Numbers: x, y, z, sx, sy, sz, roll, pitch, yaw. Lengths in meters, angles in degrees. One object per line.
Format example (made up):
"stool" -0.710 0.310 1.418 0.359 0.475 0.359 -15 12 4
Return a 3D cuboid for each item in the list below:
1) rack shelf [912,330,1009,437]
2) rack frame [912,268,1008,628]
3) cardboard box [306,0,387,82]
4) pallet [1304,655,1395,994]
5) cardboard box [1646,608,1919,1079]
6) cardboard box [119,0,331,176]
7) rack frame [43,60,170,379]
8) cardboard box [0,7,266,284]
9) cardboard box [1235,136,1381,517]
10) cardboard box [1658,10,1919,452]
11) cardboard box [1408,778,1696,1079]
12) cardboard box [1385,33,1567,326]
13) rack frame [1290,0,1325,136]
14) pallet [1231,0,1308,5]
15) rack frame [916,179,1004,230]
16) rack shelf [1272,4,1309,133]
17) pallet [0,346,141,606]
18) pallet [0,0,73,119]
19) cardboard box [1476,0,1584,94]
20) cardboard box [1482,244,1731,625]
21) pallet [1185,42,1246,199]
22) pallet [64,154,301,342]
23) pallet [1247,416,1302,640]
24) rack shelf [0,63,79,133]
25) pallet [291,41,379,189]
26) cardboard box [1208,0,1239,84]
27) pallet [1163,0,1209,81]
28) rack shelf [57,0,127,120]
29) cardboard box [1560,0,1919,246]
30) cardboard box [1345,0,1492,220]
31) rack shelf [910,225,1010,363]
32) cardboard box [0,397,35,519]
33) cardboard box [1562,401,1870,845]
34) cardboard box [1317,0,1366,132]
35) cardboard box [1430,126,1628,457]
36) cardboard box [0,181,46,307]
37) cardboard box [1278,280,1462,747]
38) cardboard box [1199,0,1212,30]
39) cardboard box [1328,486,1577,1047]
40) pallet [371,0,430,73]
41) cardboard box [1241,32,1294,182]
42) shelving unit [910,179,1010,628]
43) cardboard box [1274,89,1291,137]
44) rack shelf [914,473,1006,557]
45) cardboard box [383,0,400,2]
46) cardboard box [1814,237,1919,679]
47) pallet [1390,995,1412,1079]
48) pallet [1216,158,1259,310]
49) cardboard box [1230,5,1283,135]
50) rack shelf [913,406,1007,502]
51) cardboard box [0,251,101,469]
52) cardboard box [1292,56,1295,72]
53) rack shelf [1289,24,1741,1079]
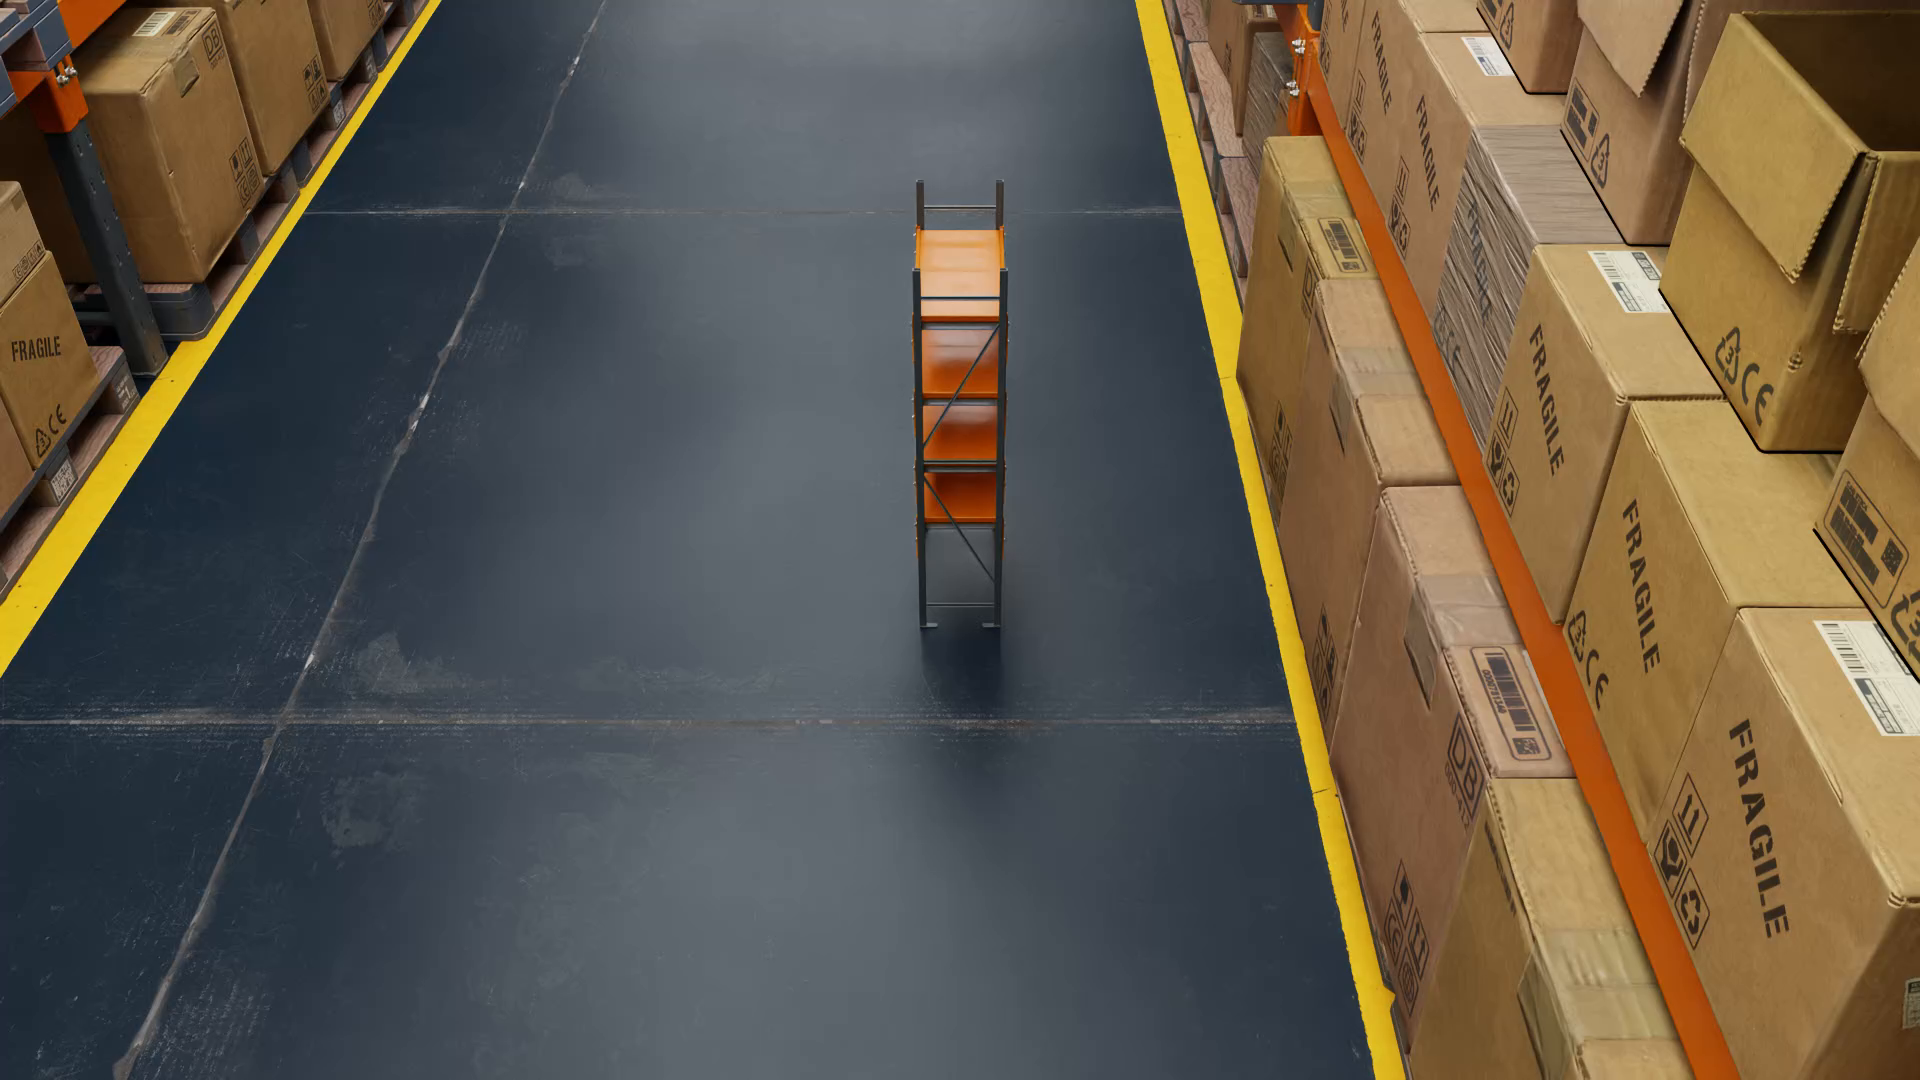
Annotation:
"rack shelf" 0.000 -0.487 4.648 0.258 0.148 0.480 0 39 0
"rack frame" 0.000 -0.212 4.555 0.240 1.200 0.015 0 39 0
"cardboard box" -3.301 -2.586 7.541 1.050 0.750 0.750 0 39 0
"pallet" 1.500 0.612 4.317 1.003 0.211 1.213 0 39 0
"cardboard box" 1.307 0.440 2.222 0.500 0.500 0.500 0 39 0
"cardboard box" -3.299 -2.003 6.814 1.050 0.750 0.750 1 39 1
"rack frame" -3.384 -1.790 5.085 1.000 3.000 0.127 0 39 0
"cardboard box" -3.295 -1.457 6.132 1.050 0.750 0.750 -1 39 -1
"cardboard box" 1.556 -0.633 5.005 1.225 0.875 0.875 -2 39 -2
"cardboard box" 1.582 -0.488 2.578 0.797 0.503 0.637 0 39 0
"cardboard box" 1.560 1.036 2.922 1.225 0.875 0.875 0 39 0
"cardboard box" 1.311 -0.822 3.797 0.500 0.500 0.500 -1 39 -1
"rack frame" 1.576 -1.730 5.010 1.000 3.000 0.127 0 39 0
"pallet" 1.468 -2.101 5.626 1.213 0.211 1.003 0 39 0
"rack frame" 0.000 -0.517 4.936 0.240 1.200 0.015 0 39 0
"rack shelf" 1.573 -2.700 6.796 1.077 0.370 4.000 0 39 0
"pallet" -3.385 -0.213 5.347 1.003 0.211 1.213 0 39 0
"pallet" -3.277 -1.269 4.589 1.213 0.211 1.003 0 39 0
"cardboard box" 1.558 -1.296 3.586 0.797 0.503 0.637 1 39 1
"cardboard box" 1.306 -0.196 3.016 0.500 0.500 0.500 0 39 -1
"pallet" 1.578 -1.892 7.442 1.003 0.211 1.213 0 39 0
"pallet" -3.310 -1.195 6.572 1.003 0.211 1.213 0 39 0
"pallet" 1.501 -0.149 5.267 1.003 0.211 1.213 0 39 0
"rack shelf" -3.382 -0.258 3.749 1.077 0.370 4.000 0 39 0
"pallet" -3.308 -1.956 7.522 1.003 0.211 1.213 0 39 0
"cardboard box" 1.533 -2.396 7.488 0.700 0.500 0.500 -3 39 -4
"pallet" 1.574 -2.657 8.396 1.003 0.211 1.213 0 39 0
"rack shelf" -3.387 -2.760 6.870 1.077 0.370 4.000 0 39 0
"cardboard box" 1.566 -0.877 3.063 0.797 0.503 0.637 1 39 1
"cardboard box" 1.307 -1.143 4.197 0.500 0.500 0.500 -1 39 -1
"rack shelf" 0.000 -0.671 4.500 0.258 0.148 0.480 0 39 0
"cardboard box" -3.125 -0.242 4.817 0.500 0.500 0.500 1 39 2
"cardboard box" 1.313 0.130 2.609 0.500 0.500 0.500 1 39 1
"cardboard box" 1.304 -1.465 4.600 0.500 0.500 0.500 1 39 1
"cardboard box" 1.310 -0.510 3.407 0.500 0.500 0.500 0 39 0
"cardboard box" -3.121 -0.843 4.967 0.500 0.250 0.500 -1 39 -1
"cardboard box" 1.549 -0.076 4.309 1.225 0.875 0.875 0 39 0
"cardboard box" 1.532 -2.746 7.924 0.700 0.500 0.500 0 39 0
"cardboard box" 1.558 0.477 3.619 1.225 0.875 0.875 -1 39 -2
"pallet" -3.313 -2.721 8.476 1.003 0.211 1.213 0 39 0
"cardboard box" 1.542 -1.692 6.610 0.700 0.500 0.500 -3 39 -4
"shelving unit" 0.000 -0.365 4.746 0.258 1.200 0.503 0 39 0
"cardboard box" 1.555 -1.345 6.177 0.700 0.500 0.500 -2 39 -2
"rack shelf" 0.000 -0.157 4.912 0.258 0.148 0.480 0 39 0
"cardboard box" -3.298 -3.189 8.294 1.050 0.750 0.750 0 39 0
"cardboard box" 1.571 -0.059 2.042 0.797 0.503 0.637 -1 39 -1
"pallet" 1.504 1.377 3.363 1.003 0.211 1.213 0 39 0
"pallet" 1.576 -1.131 6.492 1.003 0.211 1.213 0 39 0
"cardboard box" 1.534 -2.047 7.053 0.700 0.500 0.500 3 39 4
"rack shelf" 0.000 -0.312 4.788 0.258 0.148 0.480 0 39 0
"cardboard box" -3.122 -0.567 5.222 0.500 0.500 0.500 0 39 0
"cardboard box" 1.534 -1.970 6.357 0.500 0.250 0.500 4 39 5
"rack shelf" 1.578 -0.199 3.675 1.077 0.370 4.000 0 39 0
